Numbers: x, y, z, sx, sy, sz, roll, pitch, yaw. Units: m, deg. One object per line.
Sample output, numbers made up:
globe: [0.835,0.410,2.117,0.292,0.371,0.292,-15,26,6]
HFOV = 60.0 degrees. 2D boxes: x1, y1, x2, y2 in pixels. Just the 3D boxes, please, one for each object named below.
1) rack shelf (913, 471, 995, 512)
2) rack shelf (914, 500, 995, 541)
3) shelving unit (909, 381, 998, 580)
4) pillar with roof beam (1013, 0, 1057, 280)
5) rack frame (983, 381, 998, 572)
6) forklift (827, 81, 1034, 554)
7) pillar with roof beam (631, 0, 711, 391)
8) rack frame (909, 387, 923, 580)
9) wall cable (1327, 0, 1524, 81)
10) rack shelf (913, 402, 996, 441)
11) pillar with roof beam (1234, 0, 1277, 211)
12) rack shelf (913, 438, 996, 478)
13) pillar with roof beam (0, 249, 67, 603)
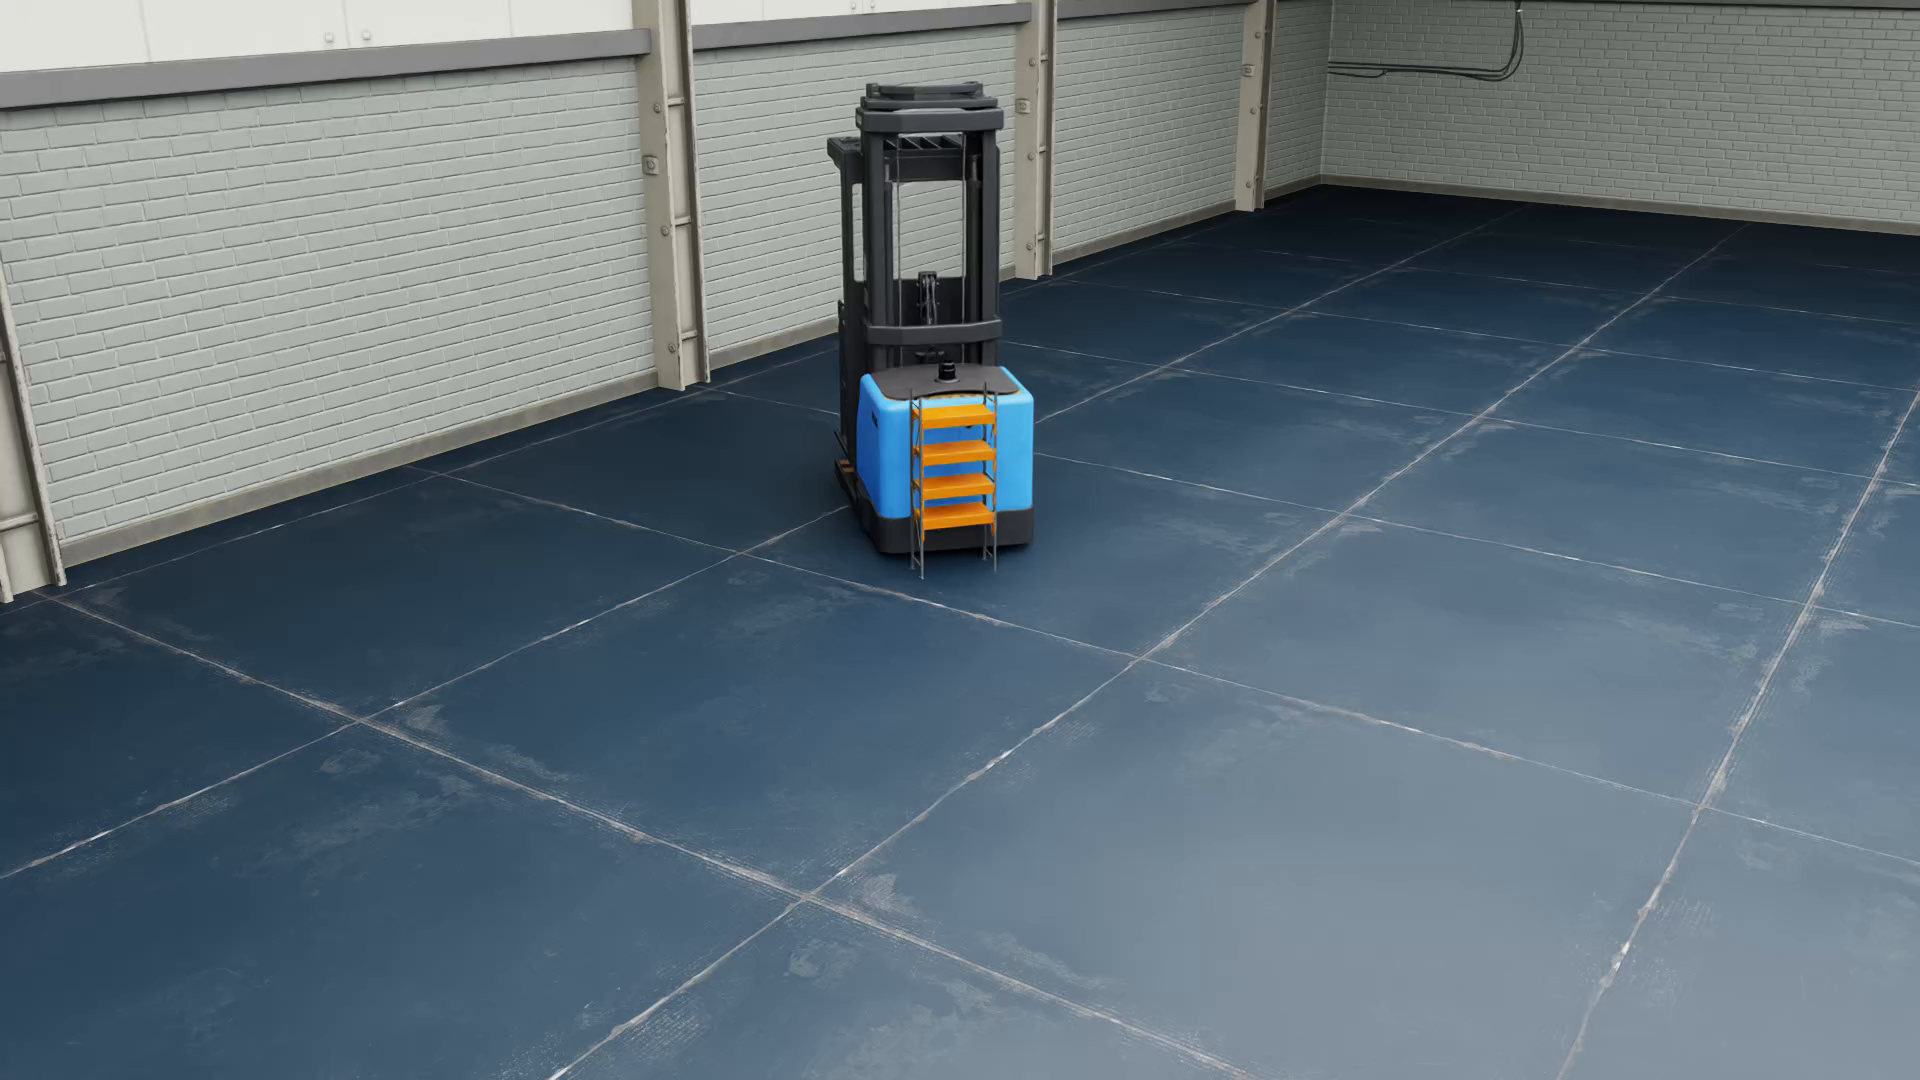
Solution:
rack shelf: [-0.042,-0.312,10.572,0.480,0.148,0.258,-6,21,-16]
rack shelf: [-0.042,-0.125,10.641,0.480,0.148,0.258,-6,21,-16]
shelving unit: [-0.042,-0.375,10.549,0.503,1.200,0.258,-6,21,-16]
pillar with roof beam: [4.422,-6.522,15.926,9.100,9.000,0.400,13,24,32]
rack frame: [0.191,-0.400,10.616,0.015,1.200,0.240,-6,21,-16]
forklift: [-0.320,-1.763,11.807,1.130,2.935,3.031,-4,21,-11]
pillar with roof beam: [1.050,-4.801,11.272,9.100,9.000,0.400,13,24,32]
rack frame: [-0.275,-0.350,10.481,0.015,1.200,0.240,-6,21,-16]
wall cable: [6.985,-8.214,24.976,3.097,2.526,0.112,13,24,32]
rack shelf: [-0.042,-0.743,10.412,0.480,0.148,0.258,-6,21,-16]
pillar with roof beam: [7.795,-8.244,20.580,9.100,9.000,0.400,13,24,32]
rack shelf: [-0.042,-0.521,10.494,0.480,0.148,0.258,-6,21,-16]
pillar with roof beam: [-2.323,-3.079,6.618,9.100,9.000,0.400,13,24,32]
